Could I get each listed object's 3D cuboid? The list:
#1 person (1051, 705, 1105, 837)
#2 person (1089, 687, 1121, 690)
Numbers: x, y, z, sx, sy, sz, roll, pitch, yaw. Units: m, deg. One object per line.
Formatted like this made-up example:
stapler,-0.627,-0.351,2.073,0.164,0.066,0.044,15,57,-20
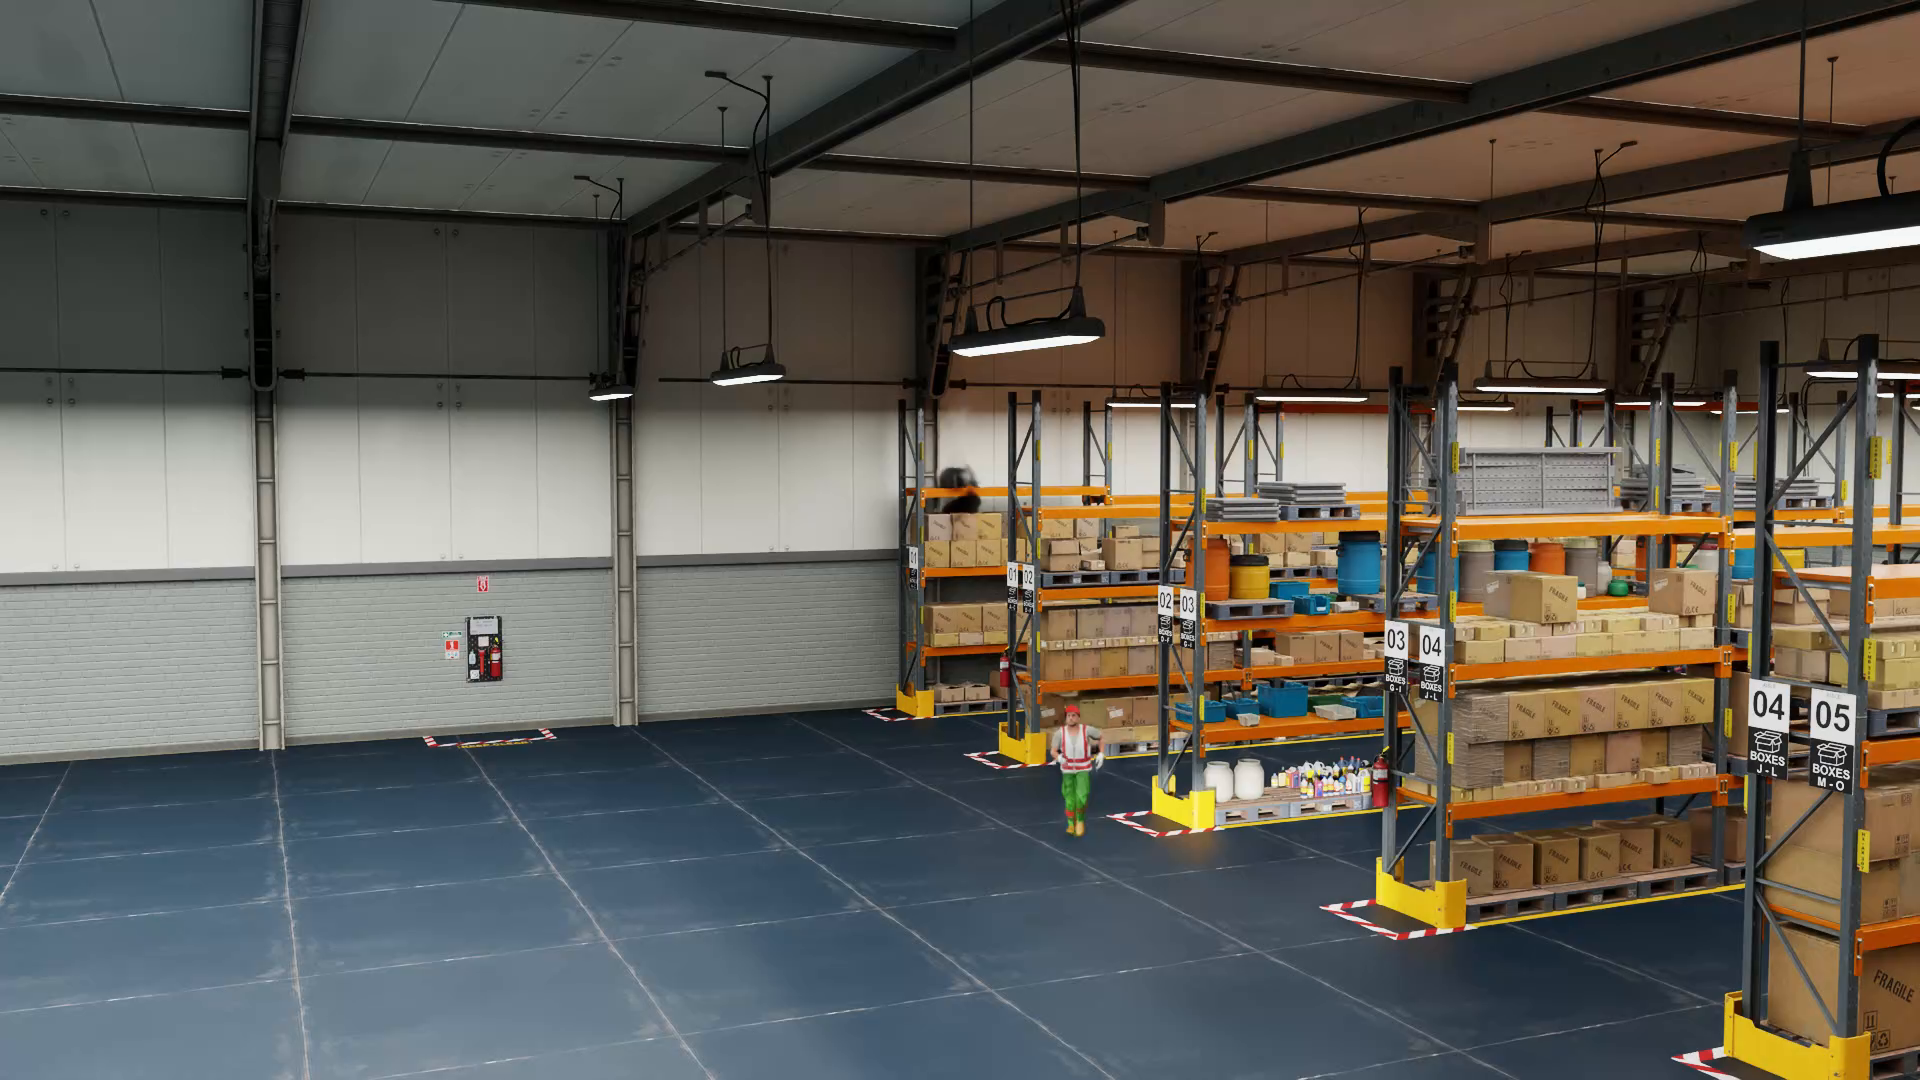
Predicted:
person,1.517,3.002,21.573,0.679,1.734,0.836,1,3,13
person,2.602,2.233,30.355,0.872,1.759,0.653,-2,4,-33
